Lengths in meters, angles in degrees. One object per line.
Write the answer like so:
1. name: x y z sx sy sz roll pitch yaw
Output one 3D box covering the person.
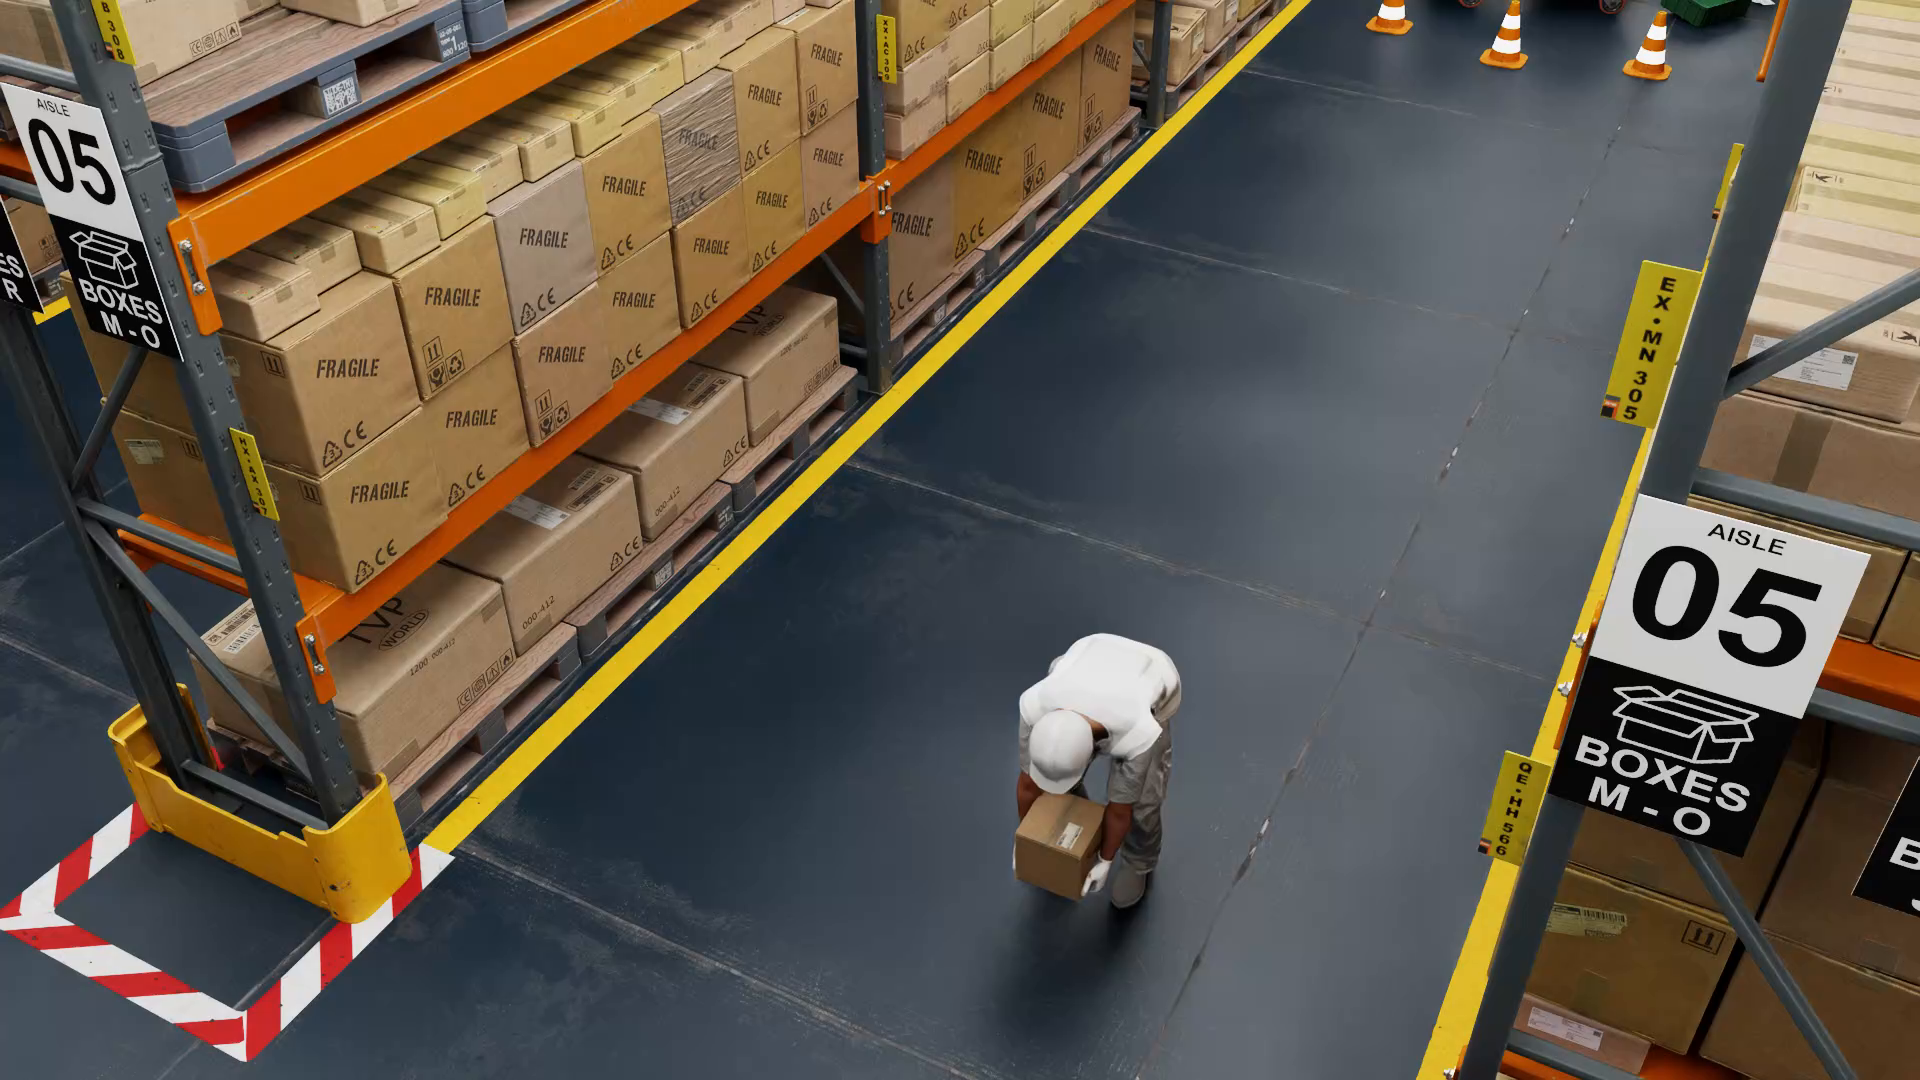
1. person: 0.474 0.890 5.978 0.508 1.293 0.939 16 40 20
